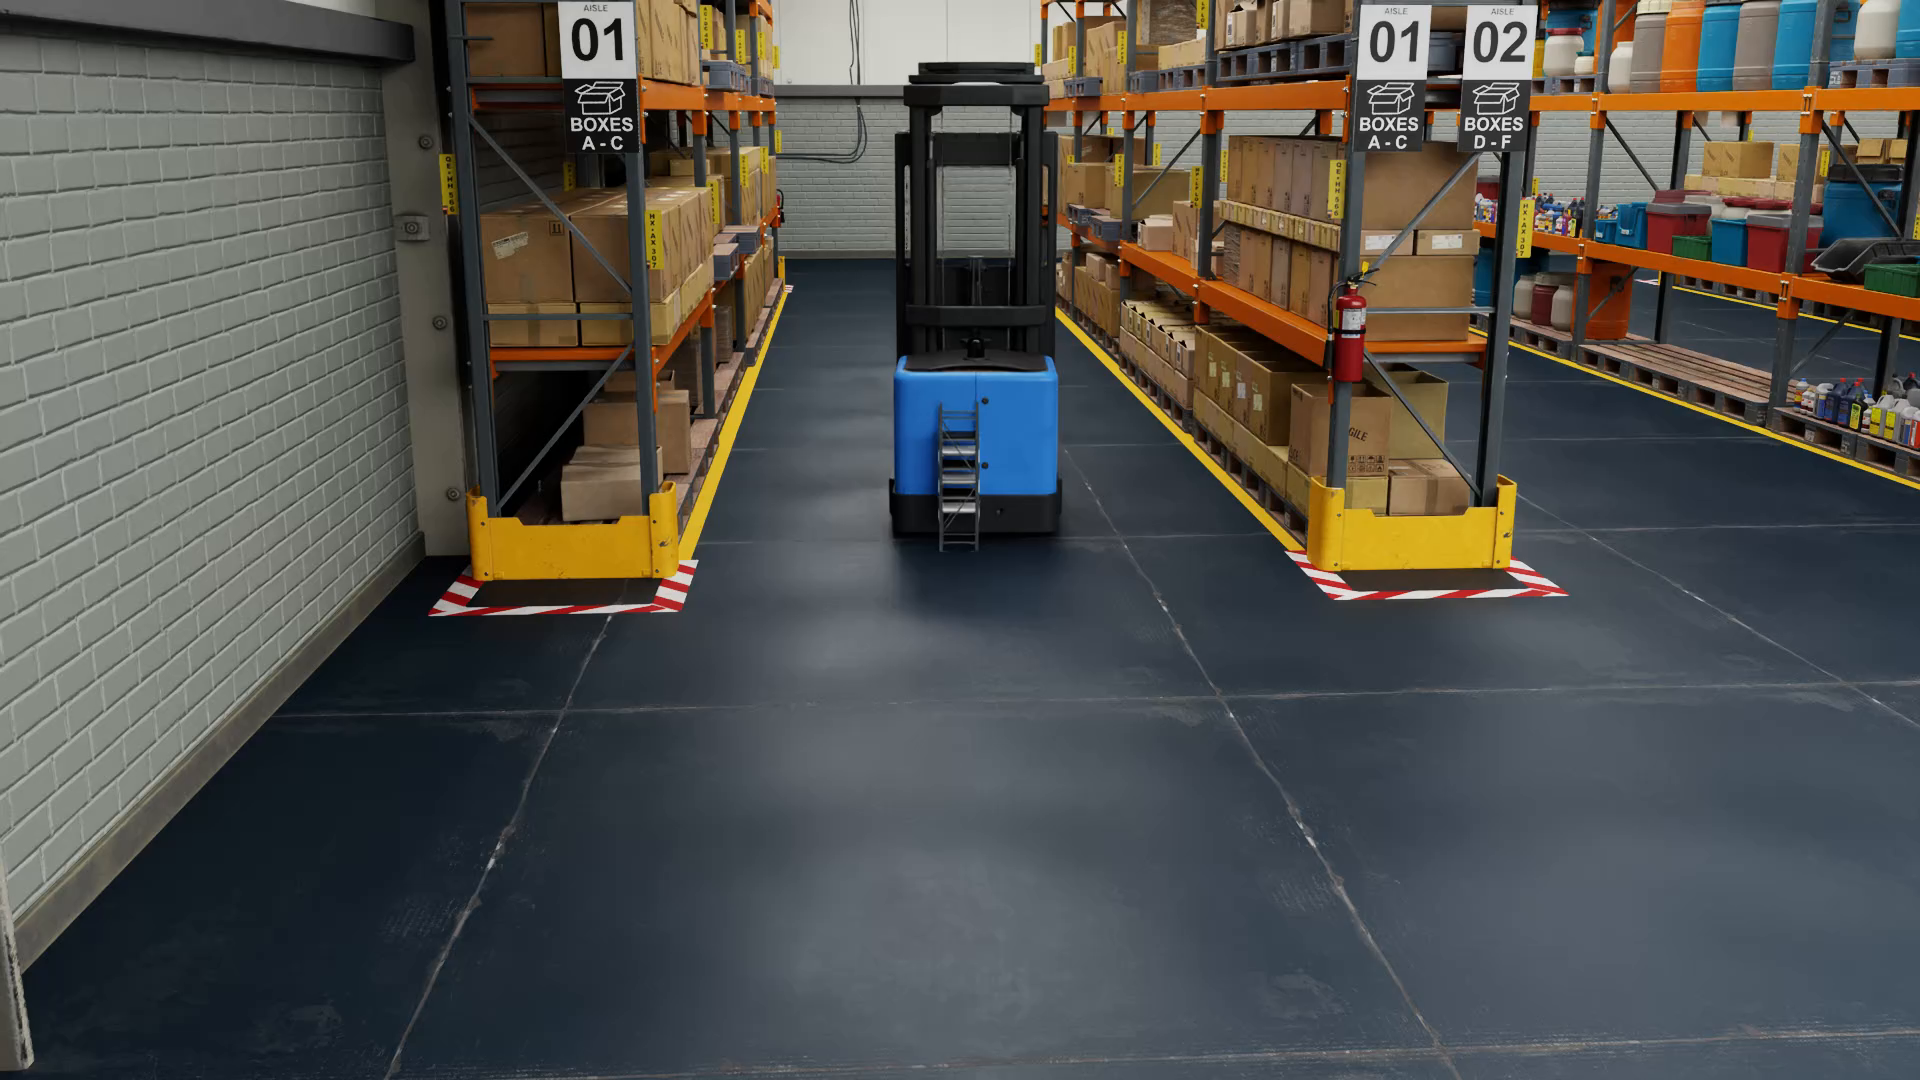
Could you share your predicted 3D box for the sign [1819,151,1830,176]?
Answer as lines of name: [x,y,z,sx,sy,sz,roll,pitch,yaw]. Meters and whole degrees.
sign: [11.282,-4.911,21.698,0.100,0.325,0.005,-1,14,-3]

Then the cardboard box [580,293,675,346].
cardboard box: [-1.966,-1.312,9.866,0.500,0.250,0.500,-1,14,-5]

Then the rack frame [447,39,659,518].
rack frame: [-2.252,-1.249,9.359,1.000,3.000,0.127,-1,14,-3]

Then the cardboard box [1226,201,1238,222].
cardboard box: [2.283,-2.551,12.919,0.380,0.149,0.250,-1,14,-3]

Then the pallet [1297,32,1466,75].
pallet: [2.674,-2.912,9.982,1.003,0.211,1.213,-1,14,-3]

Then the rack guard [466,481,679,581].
rack guard: [-2.257,-0.057,9.744,1.175,0.500,0.348,-1,14,-3]

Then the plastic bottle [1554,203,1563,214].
plastic bottle: [7.193,-3.917,19.987,0.097,0.271,0.097,0,14,0]

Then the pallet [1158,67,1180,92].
pallet: [2.400,-4.231,15.311,1.003,0.211,1.213,0,14,-1]

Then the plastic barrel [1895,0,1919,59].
plastic barrel: [7.343,-4.046,12.363,0.600,0.901,0.708,-1,14,-3]

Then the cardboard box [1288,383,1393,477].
cardboard box: [2.362,-0.690,10.358,0.500,0.500,0.500,-1,14,-3]

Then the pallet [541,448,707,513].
pallet: [-2.344,-0.422,11.744,1.003,0.211,1.213,-1,14,-3]

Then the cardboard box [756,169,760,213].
cardboard box: [-2.674,-4.198,19.983,0.500,0.500,0.500,-1,14,-3]

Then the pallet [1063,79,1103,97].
pallet: [1.919,-5.509,20.274,1.213,0.211,1.003,-1,14,-3]

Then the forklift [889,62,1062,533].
forklift: [0.110,-1.773,11.536,1.130,2.935,3.031,0,14,0]

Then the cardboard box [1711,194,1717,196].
cardboard box: [11.331,-5.050,24.638,0.380,0.149,0.250,-1,14,-4]

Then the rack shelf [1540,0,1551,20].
rack shelf: [7.016,-6.252,19.012,1.077,0.370,4.000,-1,14,-3]

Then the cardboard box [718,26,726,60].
cardboard box: [-2.942,-5.341,18.161,0.700,0.500,0.500,0,14,-1]

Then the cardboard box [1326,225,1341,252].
cardboard box: [2.460,-1.846,10.178,0.380,0.149,0.250,-1,14,-2]

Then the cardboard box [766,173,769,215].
cardboard box: [-3.053,-4.695,22.152,0.980,0.700,0.700,-1,14,-5]

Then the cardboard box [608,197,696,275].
cardboard box: [-2.072,-2.052,11.238,0.500,0.500,0.500,0,14,-2]

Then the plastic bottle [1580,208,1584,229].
plastic bottle: [7.350,-3.789,19.480,0.152,0.276,0.135,-1,14,-3]

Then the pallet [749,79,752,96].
pallet: [-2.890,-5.366,19.725,0.805,0.209,1.217,-1,15,-6]

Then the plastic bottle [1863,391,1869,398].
plastic bottle: [7.153,-1.047,13.167,0.097,0.271,0.097,0,14,0]

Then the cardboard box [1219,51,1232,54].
cardboard box: [2.415,-4.058,13.715,0.500,0.250,0.500,1,14,2]

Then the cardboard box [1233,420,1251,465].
cardboard box: [2.259,-0.699,11.900,0.500,0.250,0.500,-1,14,-3]

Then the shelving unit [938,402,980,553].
shelving unit: [-0.006,-0.385,10.216,0.258,0.900,0.210,0,14,0]

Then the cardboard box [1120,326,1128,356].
cardboard box: [1.935,-2.053,17.159,0.500,0.250,0.500,-1,14,-4]

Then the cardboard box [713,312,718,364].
cardboard box: [-2.735,-1.933,16.151,0.700,0.500,0.500,-1,14,-4]

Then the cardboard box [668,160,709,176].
cardboard box: [-2.662,-3.649,16.302,0.380,0.149,0.250,-3,15,-13]

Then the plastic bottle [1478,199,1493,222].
plastic bottle: [6.563,-4.114,20.744,0.152,0.276,0.135,-1,14,-3]

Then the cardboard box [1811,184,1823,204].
cardboard box: [11.546,-4.640,22.243,0.500,0.250,0.500,-1,14,-4]

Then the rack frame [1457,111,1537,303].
rack frame: [6.892,-4.386,21.553,1.000,3.000,0.127,-1,14,-3]

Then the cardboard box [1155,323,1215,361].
cardboard box: [2.066,-1.814,15.106,0.500,0.311,0.500,-1,14,-4]

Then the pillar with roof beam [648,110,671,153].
pillar with roof beam: [0.394,-7.366,21.094,9.100,9.000,0.400,-1,14,-3]

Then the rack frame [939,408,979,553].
rack frame: [-0.007,-0.359,10.117,0.240,0.900,0.006,0,14,0]

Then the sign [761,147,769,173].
sign: [-2.455,-4.766,20.866,0.100,0.325,0.005,-1,14,-3]

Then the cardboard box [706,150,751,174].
cardboard box: [-2.588,-4.178,18.404,0.500,0.250,0.500,-1,14,-3]

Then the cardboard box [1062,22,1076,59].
cardboard box: [1.771,-6.789,22.665,0.700,0.500,0.500,-1,14,-3]

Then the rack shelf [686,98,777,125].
rack shelf: [-3.120,-5.835,22.608,1.077,0.370,4.000,-1,14,-3]

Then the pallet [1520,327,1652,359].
pallet: [7.050,-2.236,18.794,1.003,0.211,1.213,-1,14,-3]

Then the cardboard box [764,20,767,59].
cardboard box: [-2.834,-6.660,22.125,0.500,0.500,0.500,-1,14,-3]

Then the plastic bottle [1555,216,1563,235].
plastic bottle: [6.680,-3.500,18.507,0.097,0.201,0.097,0,14,0]

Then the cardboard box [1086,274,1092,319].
cardboard box: [1.803,-2.932,20.035,0.500,0.500,0.500,-1,14,-3]

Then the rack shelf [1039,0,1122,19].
rack shelf: [1.824,-7.363,22.535,1.077,0.370,4.000,-1,14,-3]

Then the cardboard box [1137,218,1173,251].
cardboard box: [2.058,-3.047,16.528,0.500,0.311,0.500,-1,14,-4]

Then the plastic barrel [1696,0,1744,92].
plastic barrel: [7.059,-4.540,15.127,0.600,0.901,0.708,-1,14,-3]

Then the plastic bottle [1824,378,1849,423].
plastic bottle: [7.024,-1.119,13.290,0.144,0.351,0.185,0,14,-2]

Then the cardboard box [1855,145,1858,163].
cardboard box: [12.061,-5.020,22.217,0.500,0.500,0.500,-1,14,-3]

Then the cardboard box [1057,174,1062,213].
cardboard box: [1.594,-4.735,22.709,0.500,0.500,0.500,-1,14,-2]

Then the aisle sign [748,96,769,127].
aisle sign: [-2.949,-6.509,24.589,0.394,0.787,0.004,-1,14,-3]

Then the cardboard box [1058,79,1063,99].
cardboard box: [1.593,-6.056,22.325,0.500,0.250,0.500,-1,14,-3]

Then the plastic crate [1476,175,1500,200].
plastic crate: [7.087,-4.672,22.416,0.402,0.464,0.583,-1,14,-3]

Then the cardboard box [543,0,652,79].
cardboard box: [-2.023,-2.846,9.309,0.500,0.500,0.500,-1,14,-2]

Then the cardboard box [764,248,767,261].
cardboard box: [-2.779,-3.816,22.208,0.380,0.149,0.250,0,14,-2]
